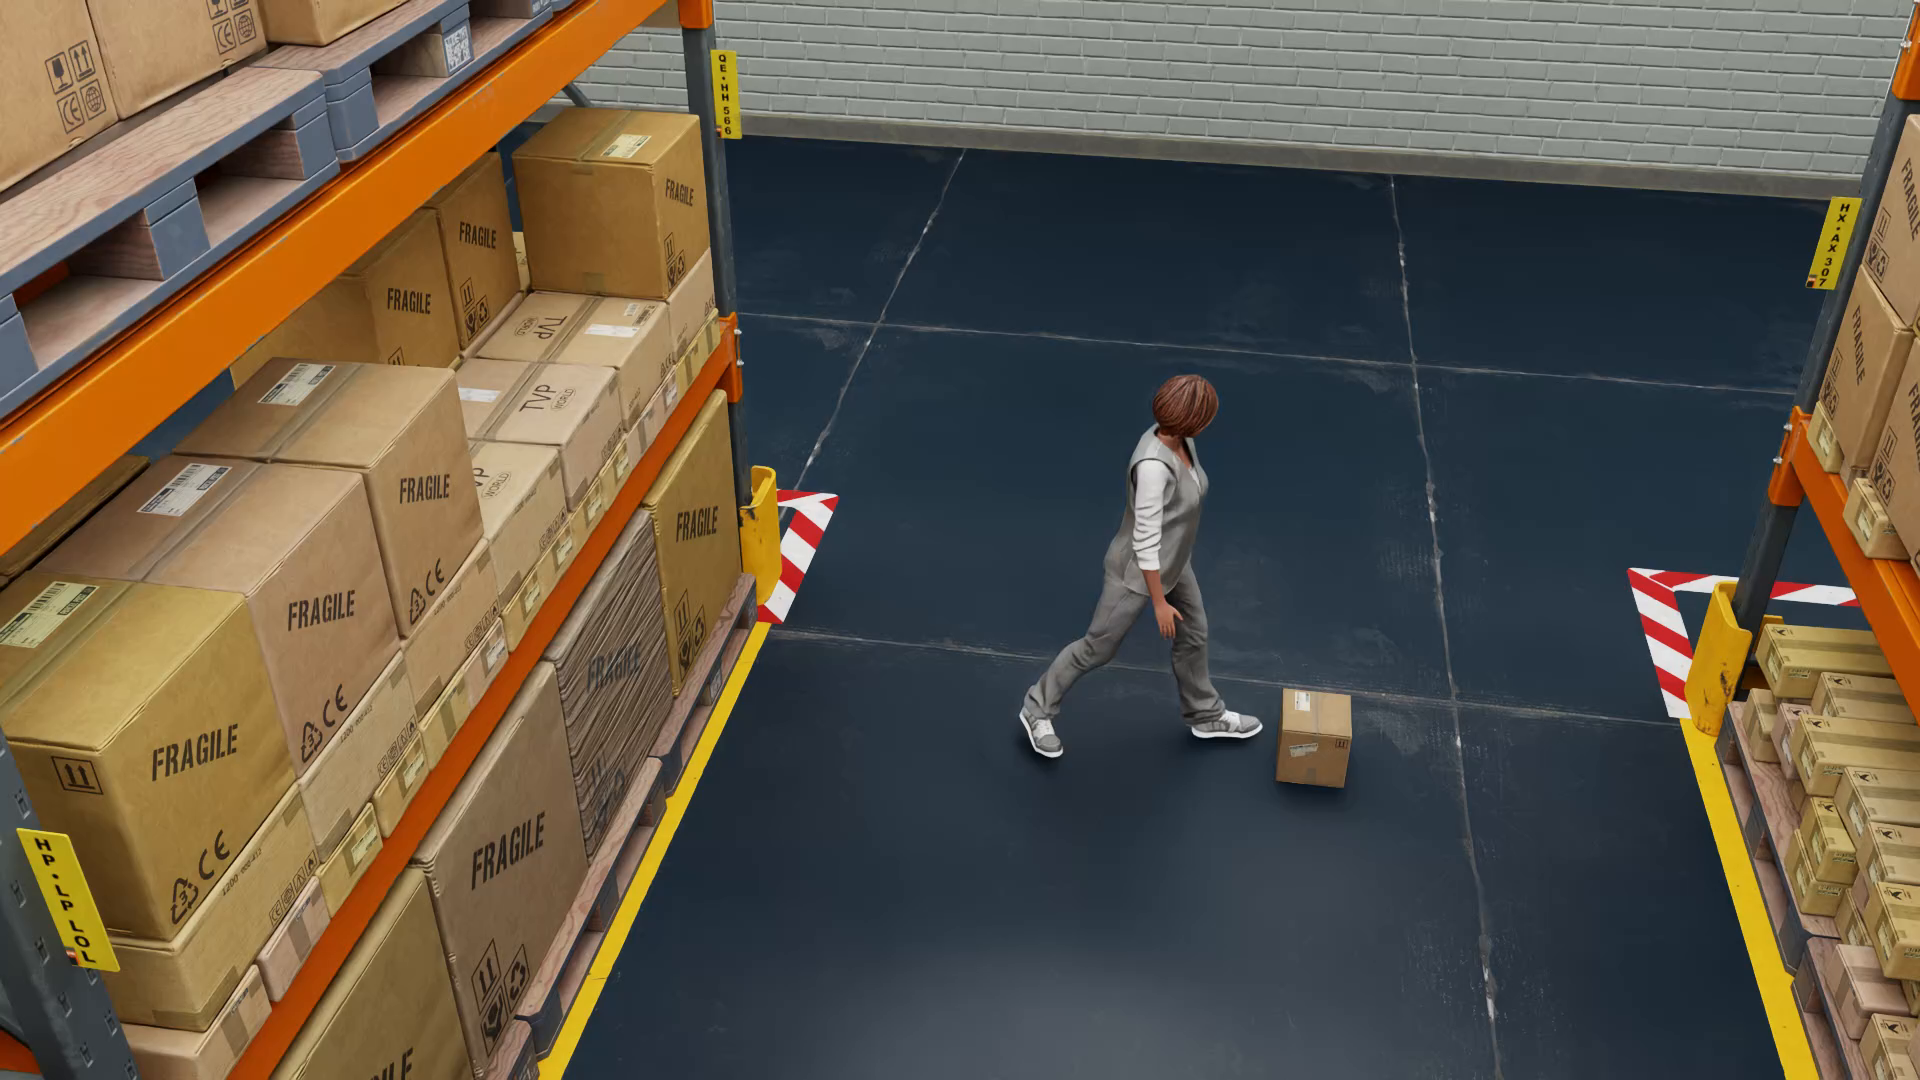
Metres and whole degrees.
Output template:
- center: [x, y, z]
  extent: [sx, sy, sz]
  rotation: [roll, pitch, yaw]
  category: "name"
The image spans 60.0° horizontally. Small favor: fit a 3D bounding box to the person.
- center: [0.670, 0.218, 6.026]
  extent: [0.848, 1.313, 0.555]
  rotation: [15, 36, 22]
  category: "person"
